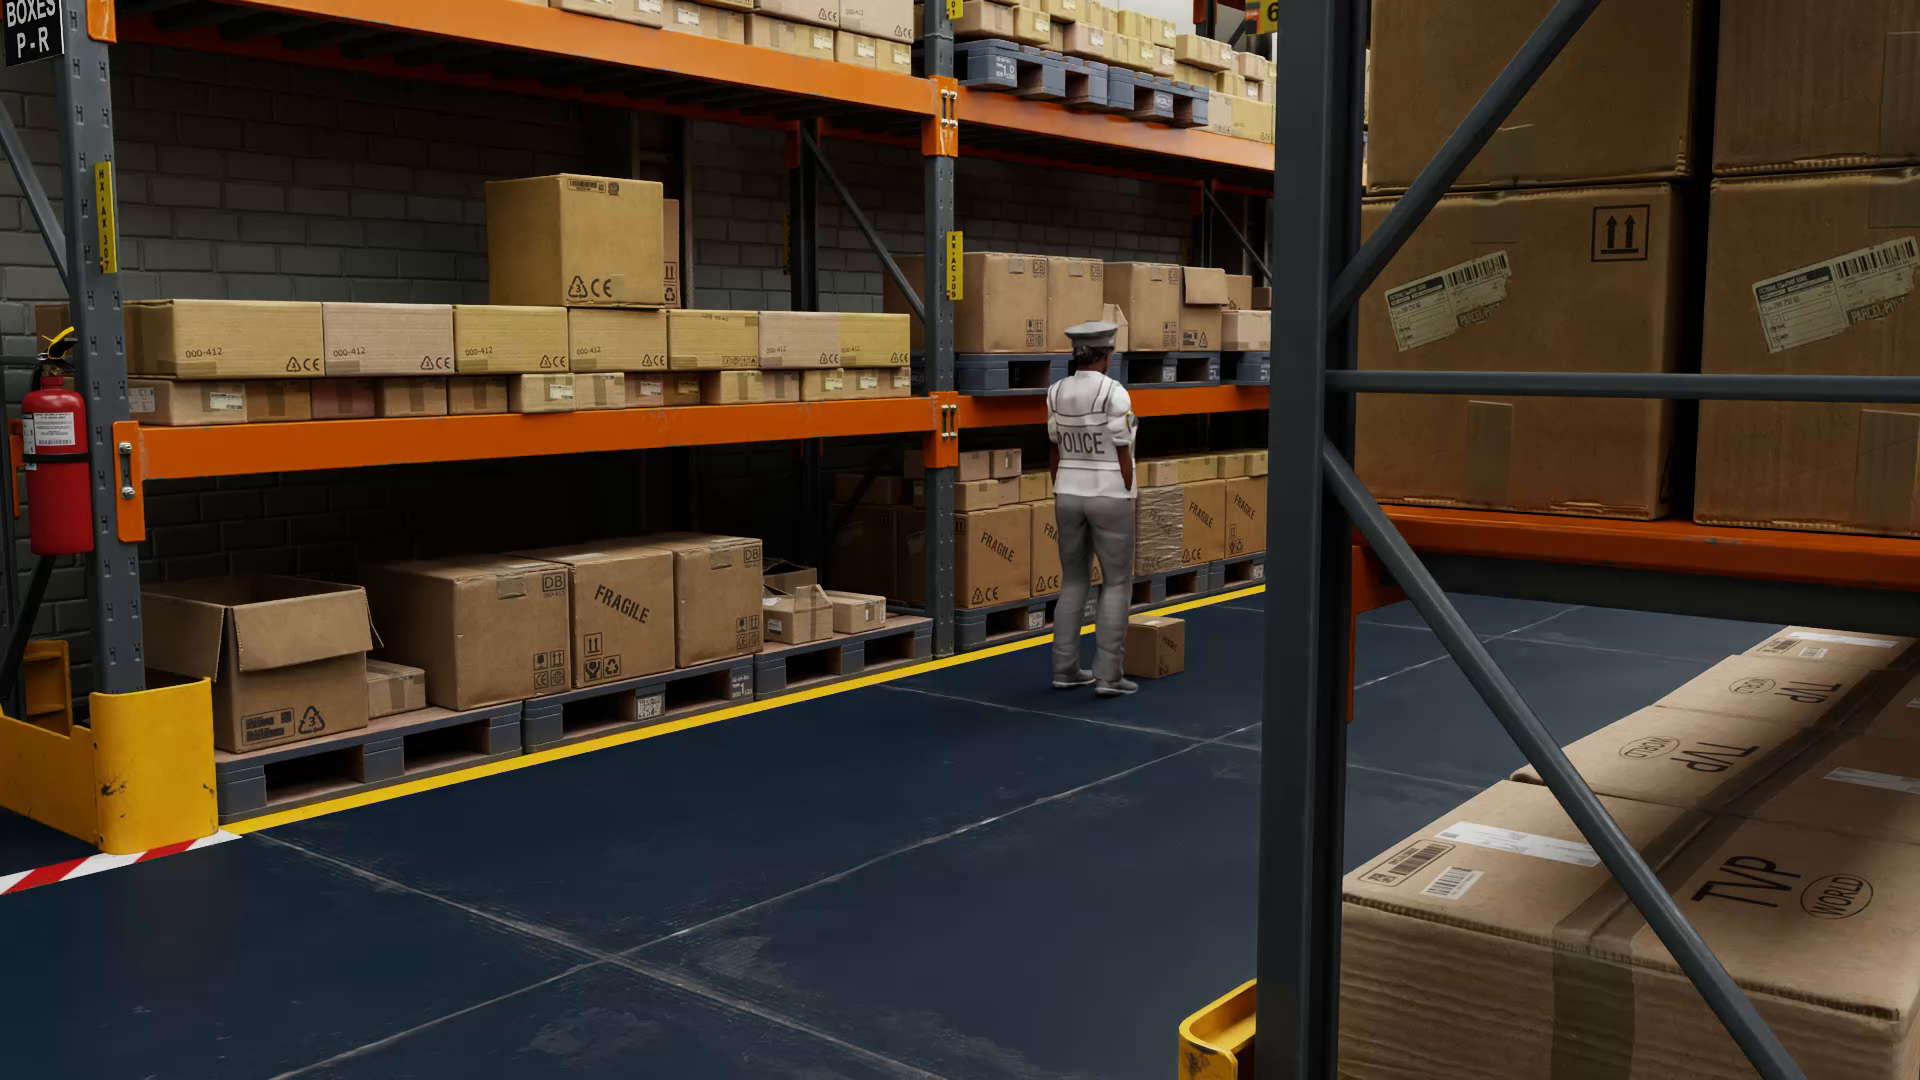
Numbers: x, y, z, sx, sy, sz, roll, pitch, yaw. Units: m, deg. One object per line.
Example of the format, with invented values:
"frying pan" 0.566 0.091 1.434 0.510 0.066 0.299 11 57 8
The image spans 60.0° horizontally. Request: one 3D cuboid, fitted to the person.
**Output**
"person" 0.598 -0.138 7.491 0.438 1.675 0.341 5 9 37
